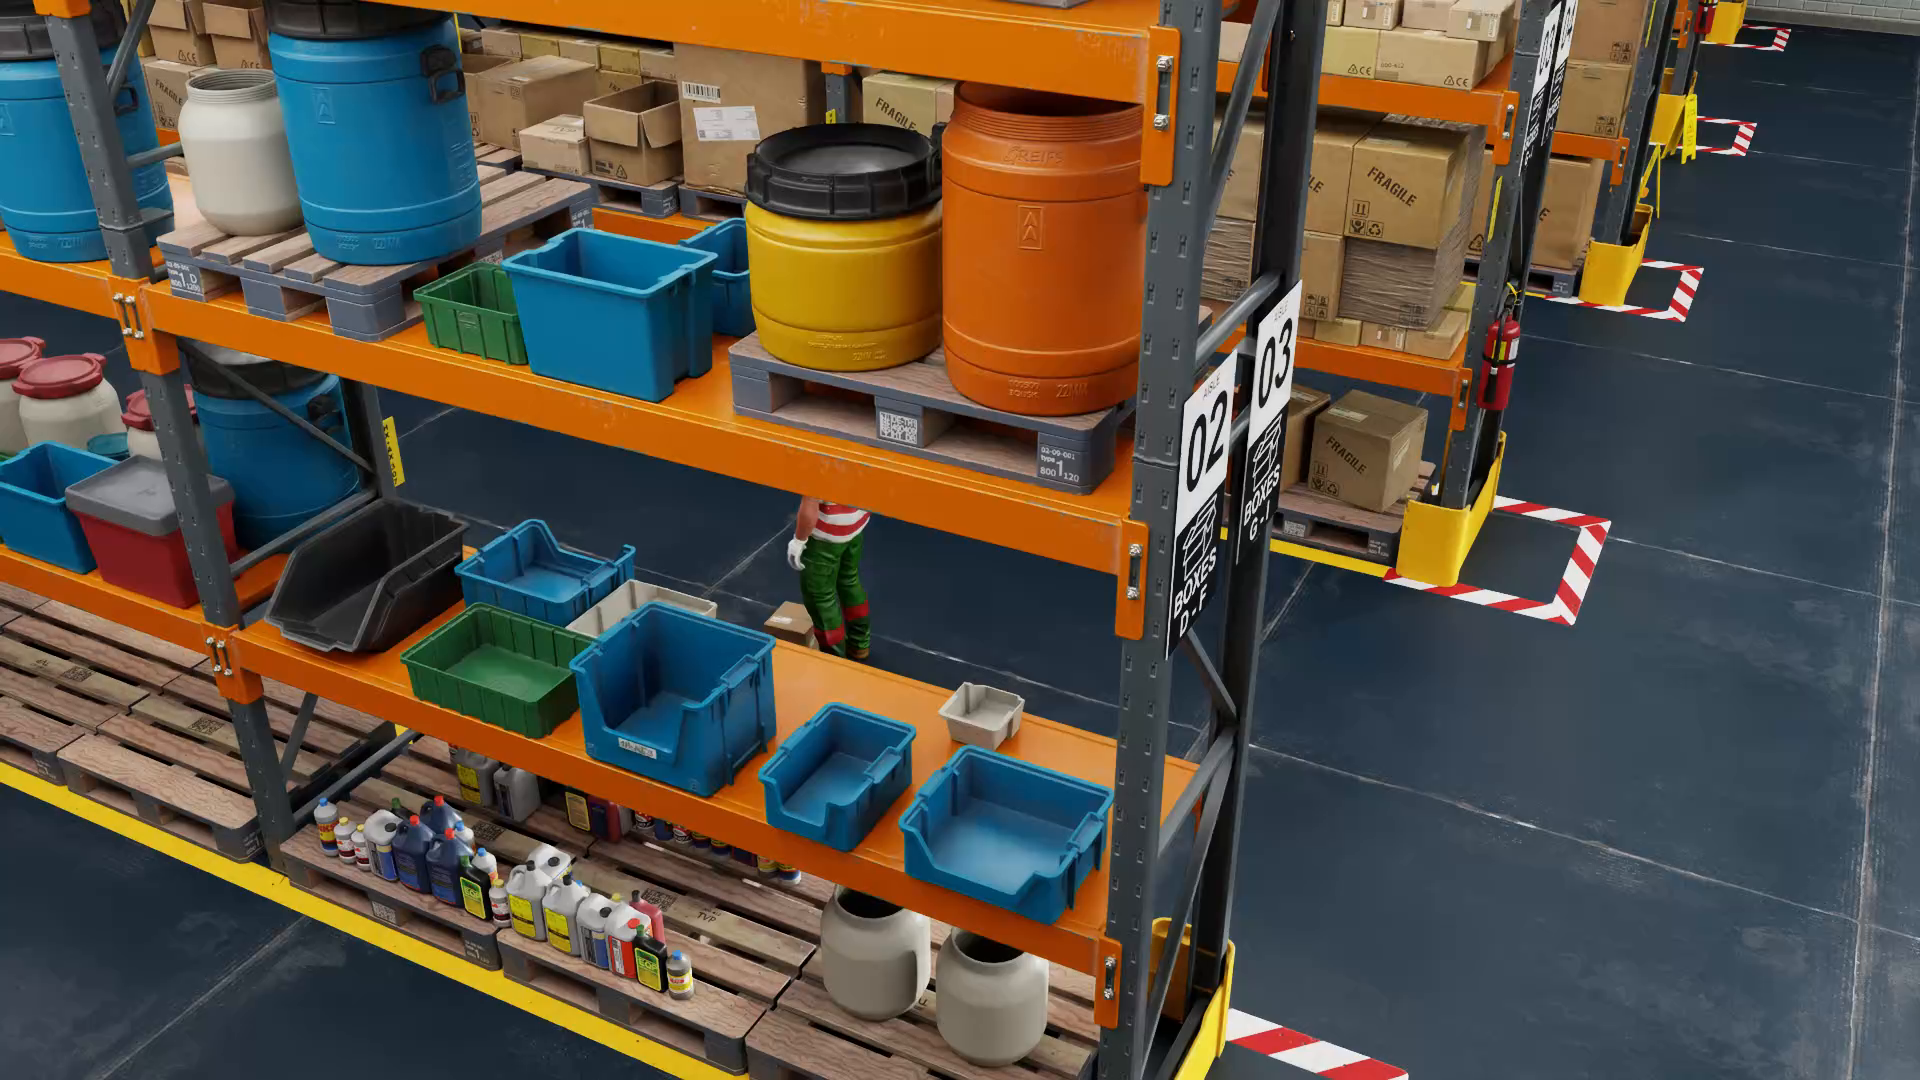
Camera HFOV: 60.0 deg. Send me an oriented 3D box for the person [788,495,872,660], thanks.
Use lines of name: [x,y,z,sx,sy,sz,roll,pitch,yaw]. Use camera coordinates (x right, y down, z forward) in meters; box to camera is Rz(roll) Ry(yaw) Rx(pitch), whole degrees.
person: [-0.681,-0.090,8.436,0.453,1.779,0.621,13,32,22]
